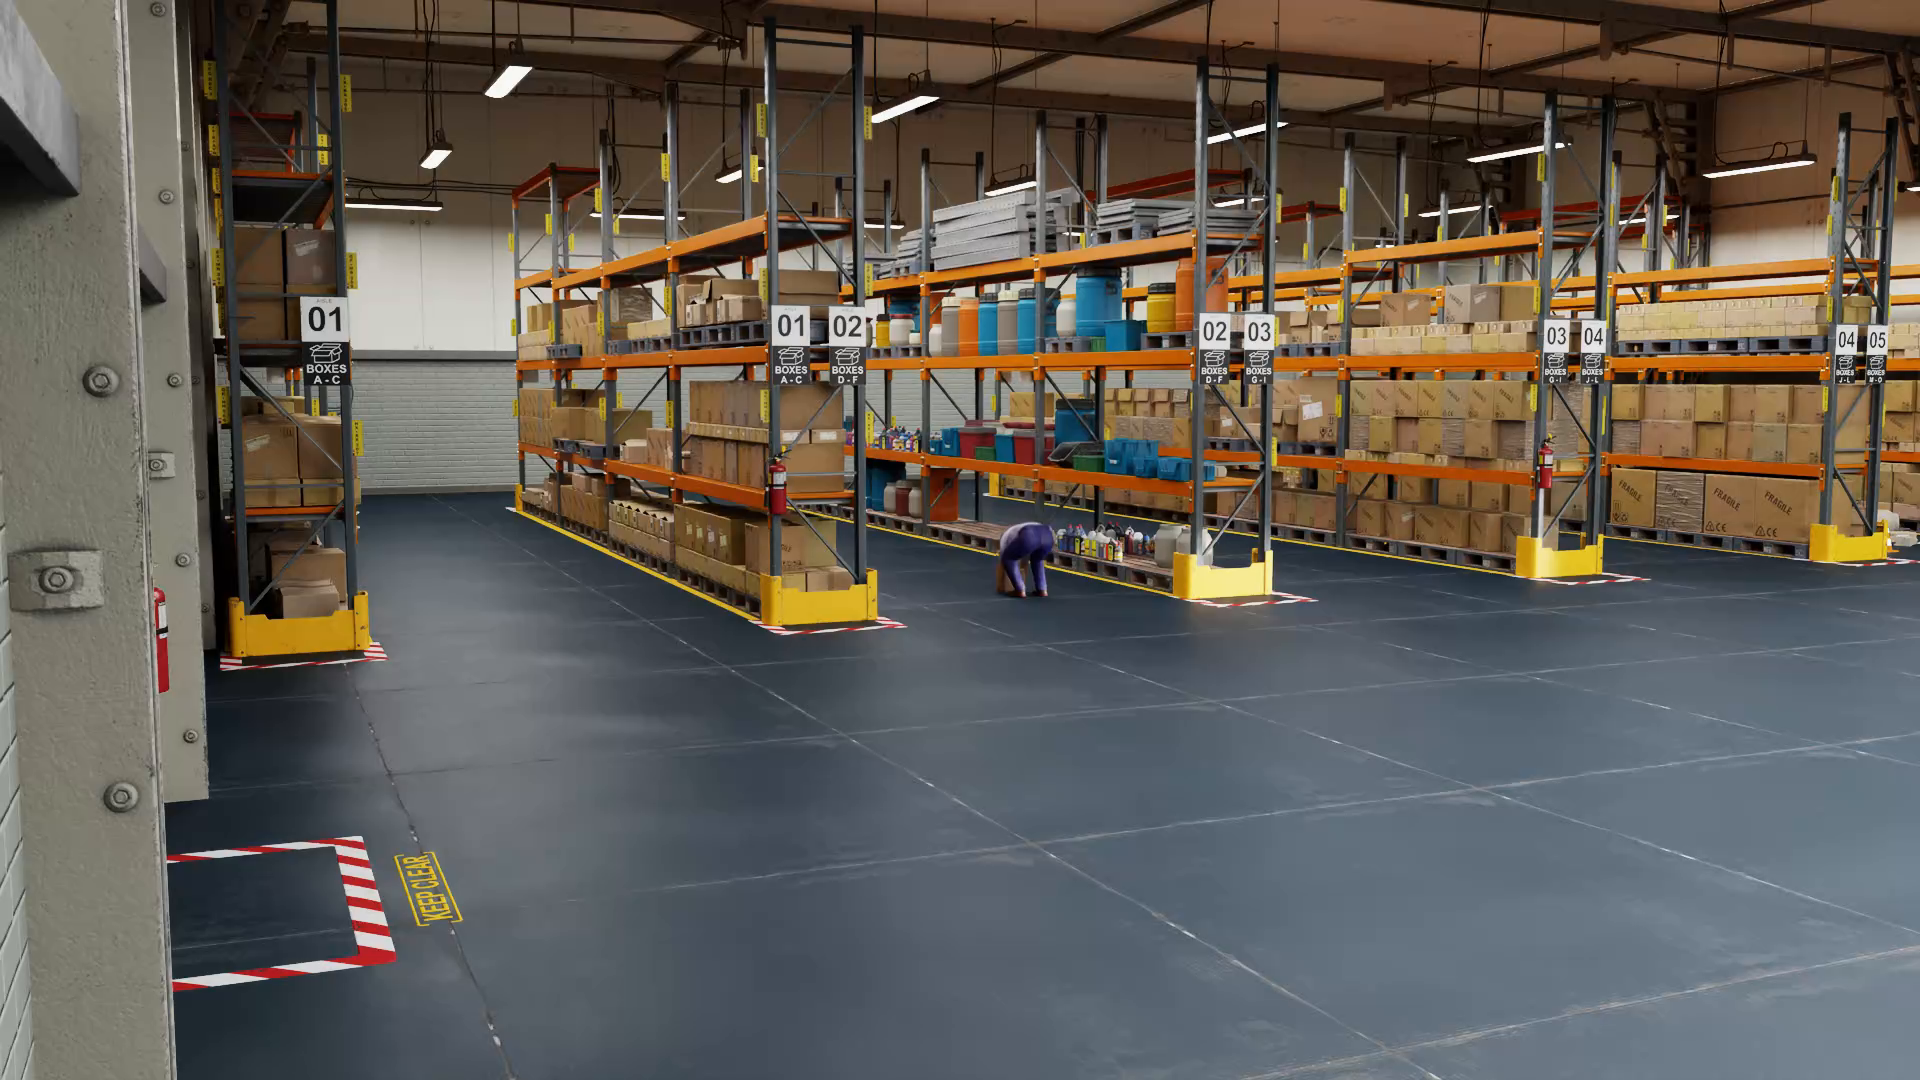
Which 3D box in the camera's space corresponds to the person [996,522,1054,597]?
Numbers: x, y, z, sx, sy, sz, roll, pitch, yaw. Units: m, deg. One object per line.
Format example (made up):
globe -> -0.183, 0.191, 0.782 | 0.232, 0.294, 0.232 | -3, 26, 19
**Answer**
person -> 0.719, 0.210, 19.052 | 0.506, 0.854, 0.898 | -3, 6, -26
